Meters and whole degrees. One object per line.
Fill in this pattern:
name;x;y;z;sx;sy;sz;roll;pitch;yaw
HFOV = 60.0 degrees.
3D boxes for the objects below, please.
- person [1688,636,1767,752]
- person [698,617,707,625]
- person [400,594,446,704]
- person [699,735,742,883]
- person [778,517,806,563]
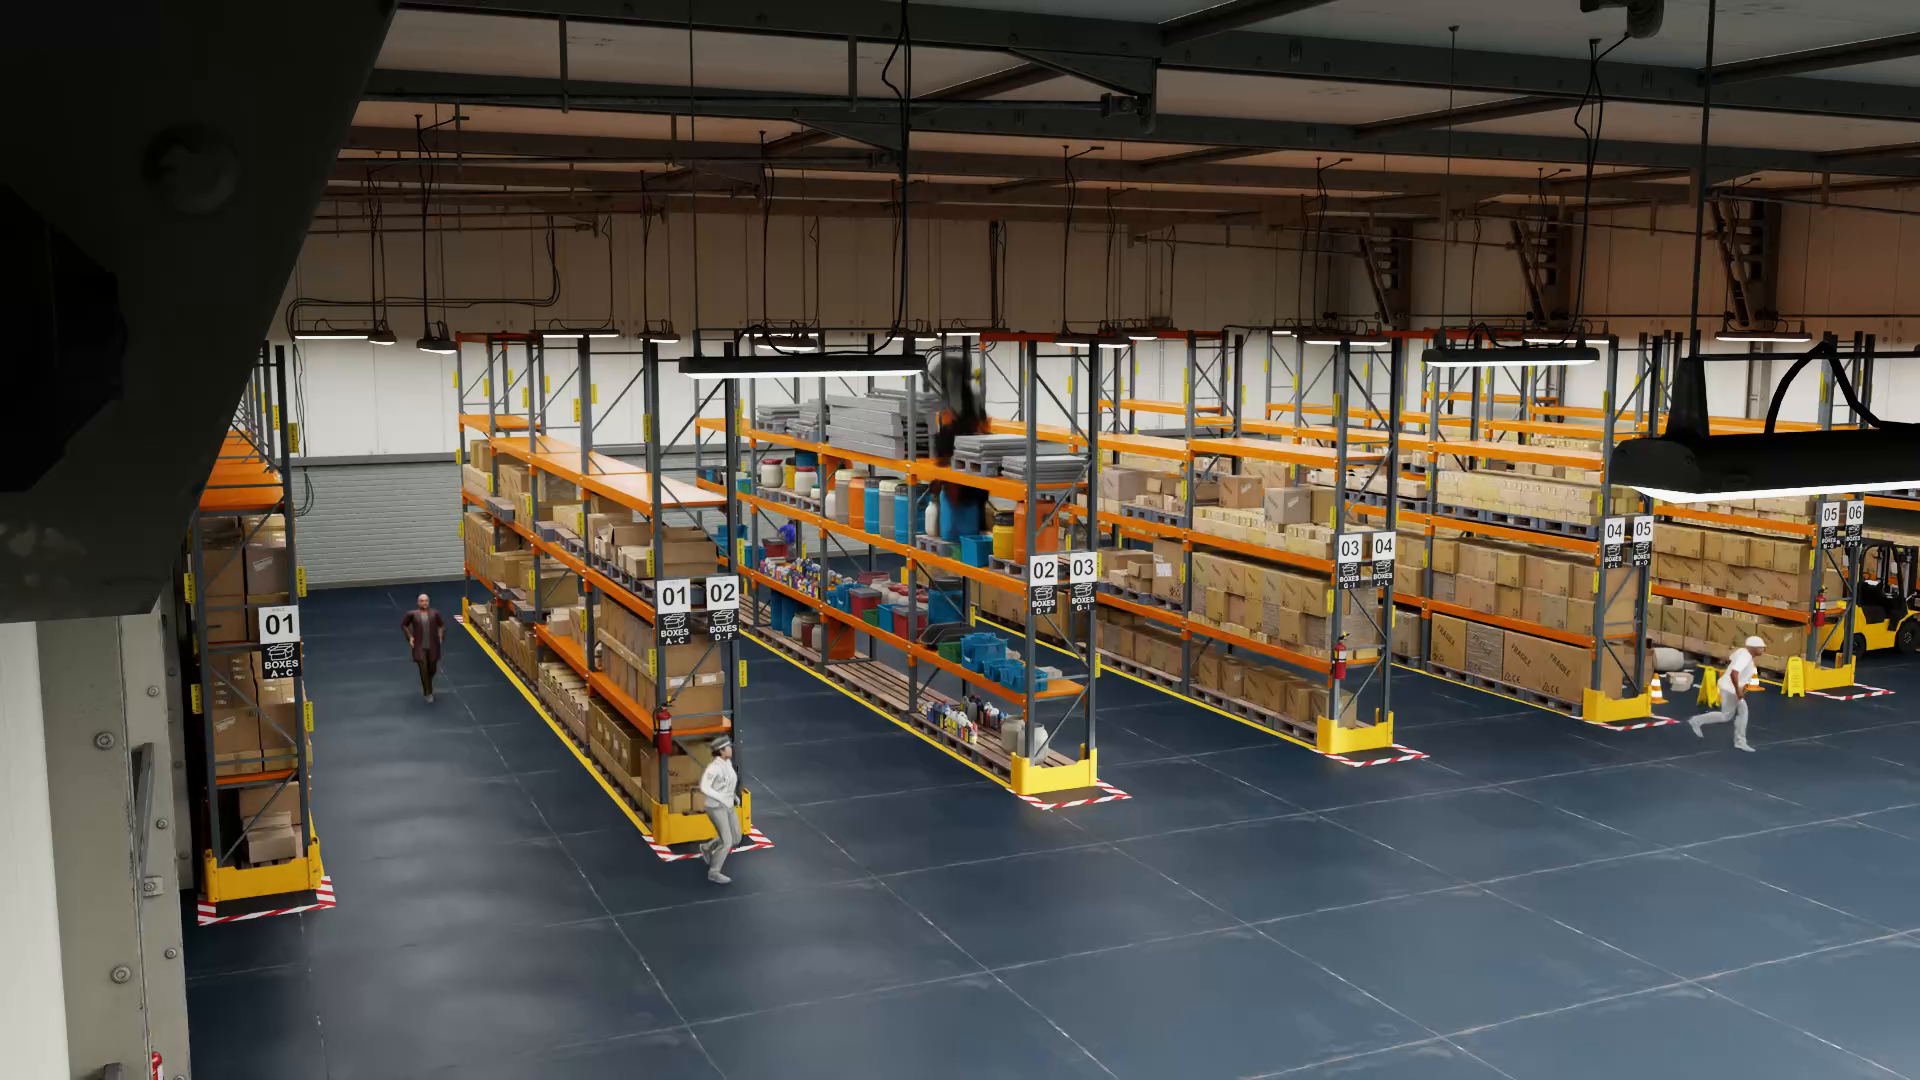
person;11.271;2.234;24.409;0.967;1.710;0.712;2;8;18
person;-4.579;1.508;30.169;0.542;1.549;0.533;-4;9;-29
person;-8.872;1.770;27.554;0.711;1.765;0.880;-4;8;-25
person;-2.720;3.015;18.849;0.510;1.624;0.624;3;8;19
person;-4.036;0.262;39.065;0.834;1.686;0.599;-3;8;-20
